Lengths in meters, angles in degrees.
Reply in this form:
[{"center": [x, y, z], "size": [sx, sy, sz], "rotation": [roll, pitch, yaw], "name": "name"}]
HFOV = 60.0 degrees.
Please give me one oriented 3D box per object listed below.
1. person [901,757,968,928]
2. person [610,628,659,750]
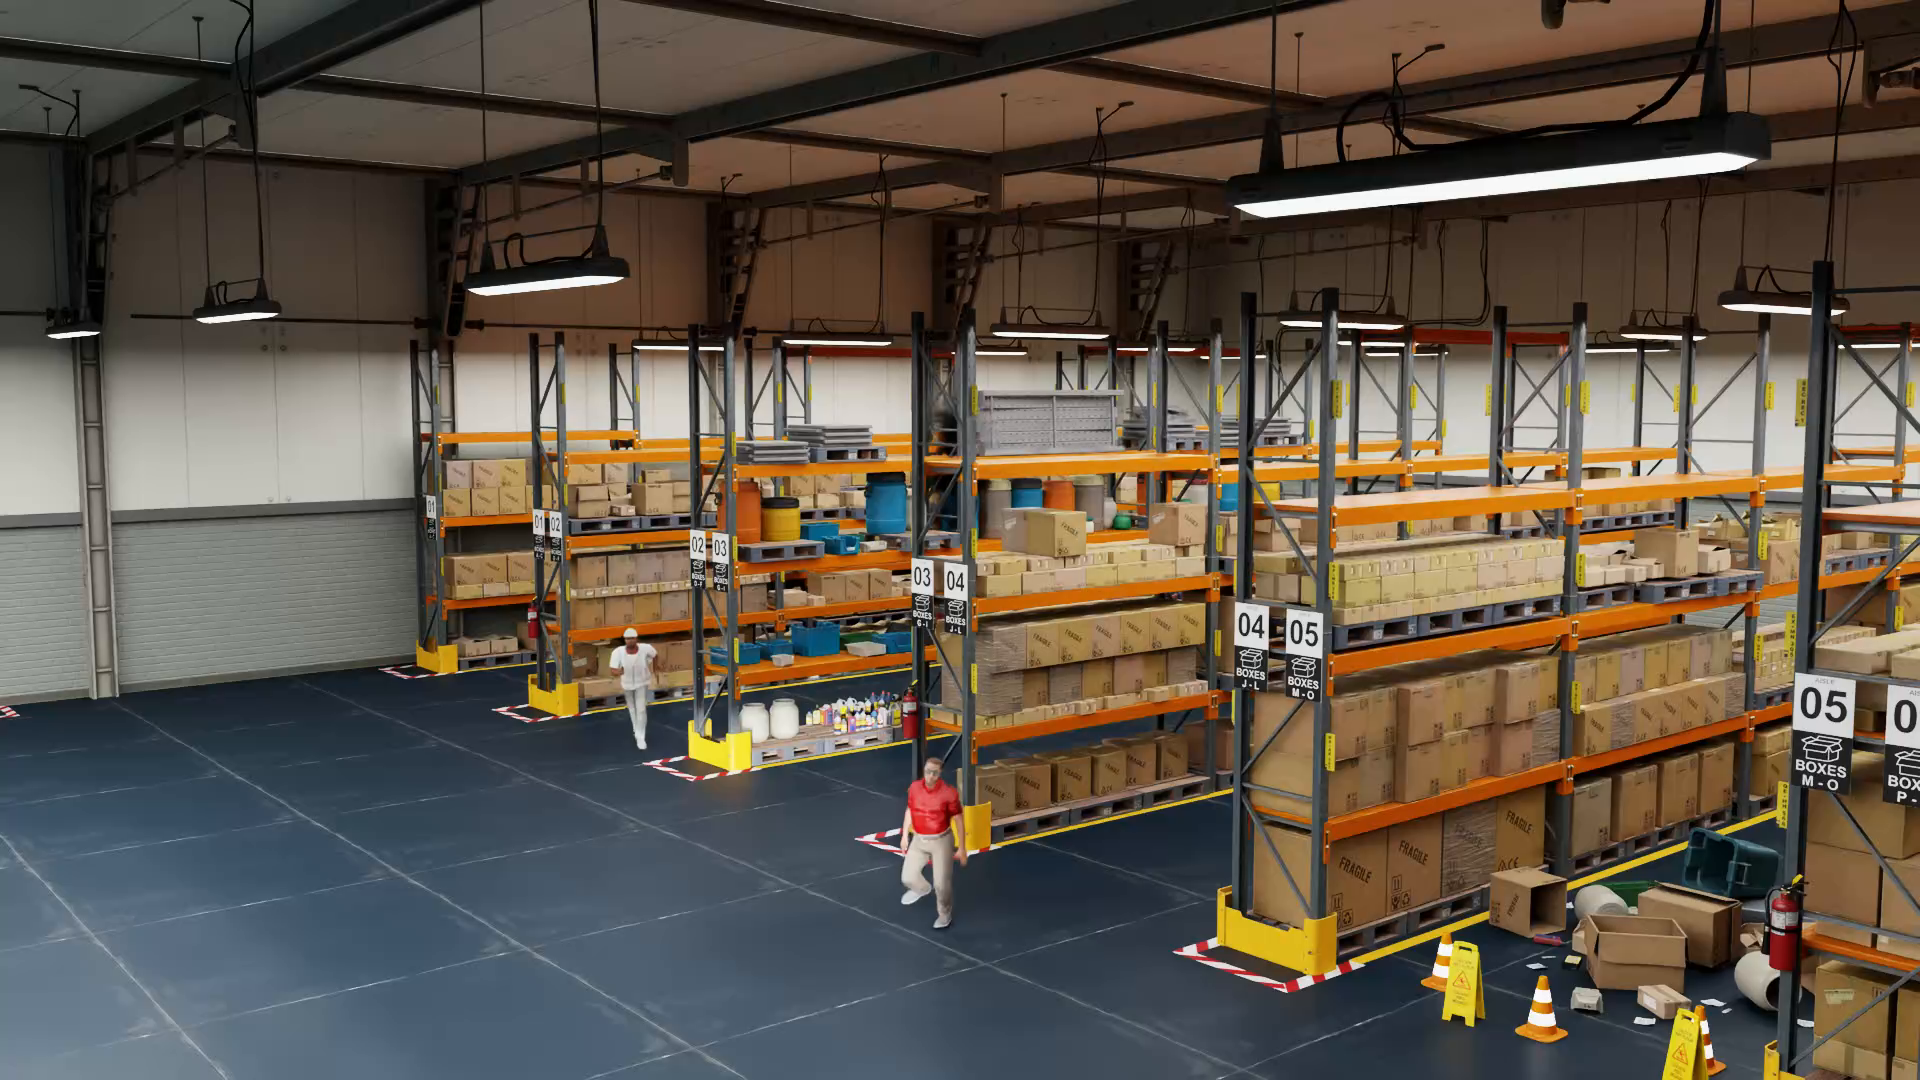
[{"center": [-0.254, 2.857, 16.040], "size": [0.859, 1.648, 0.651], "rotation": [2, 6, 23], "name": "person"}, {"center": [-4.645, 2.087, 23.784], "size": [0.643, 1.713, 0.979], "rotation": [0, 5, 1], "name": "person"}]
